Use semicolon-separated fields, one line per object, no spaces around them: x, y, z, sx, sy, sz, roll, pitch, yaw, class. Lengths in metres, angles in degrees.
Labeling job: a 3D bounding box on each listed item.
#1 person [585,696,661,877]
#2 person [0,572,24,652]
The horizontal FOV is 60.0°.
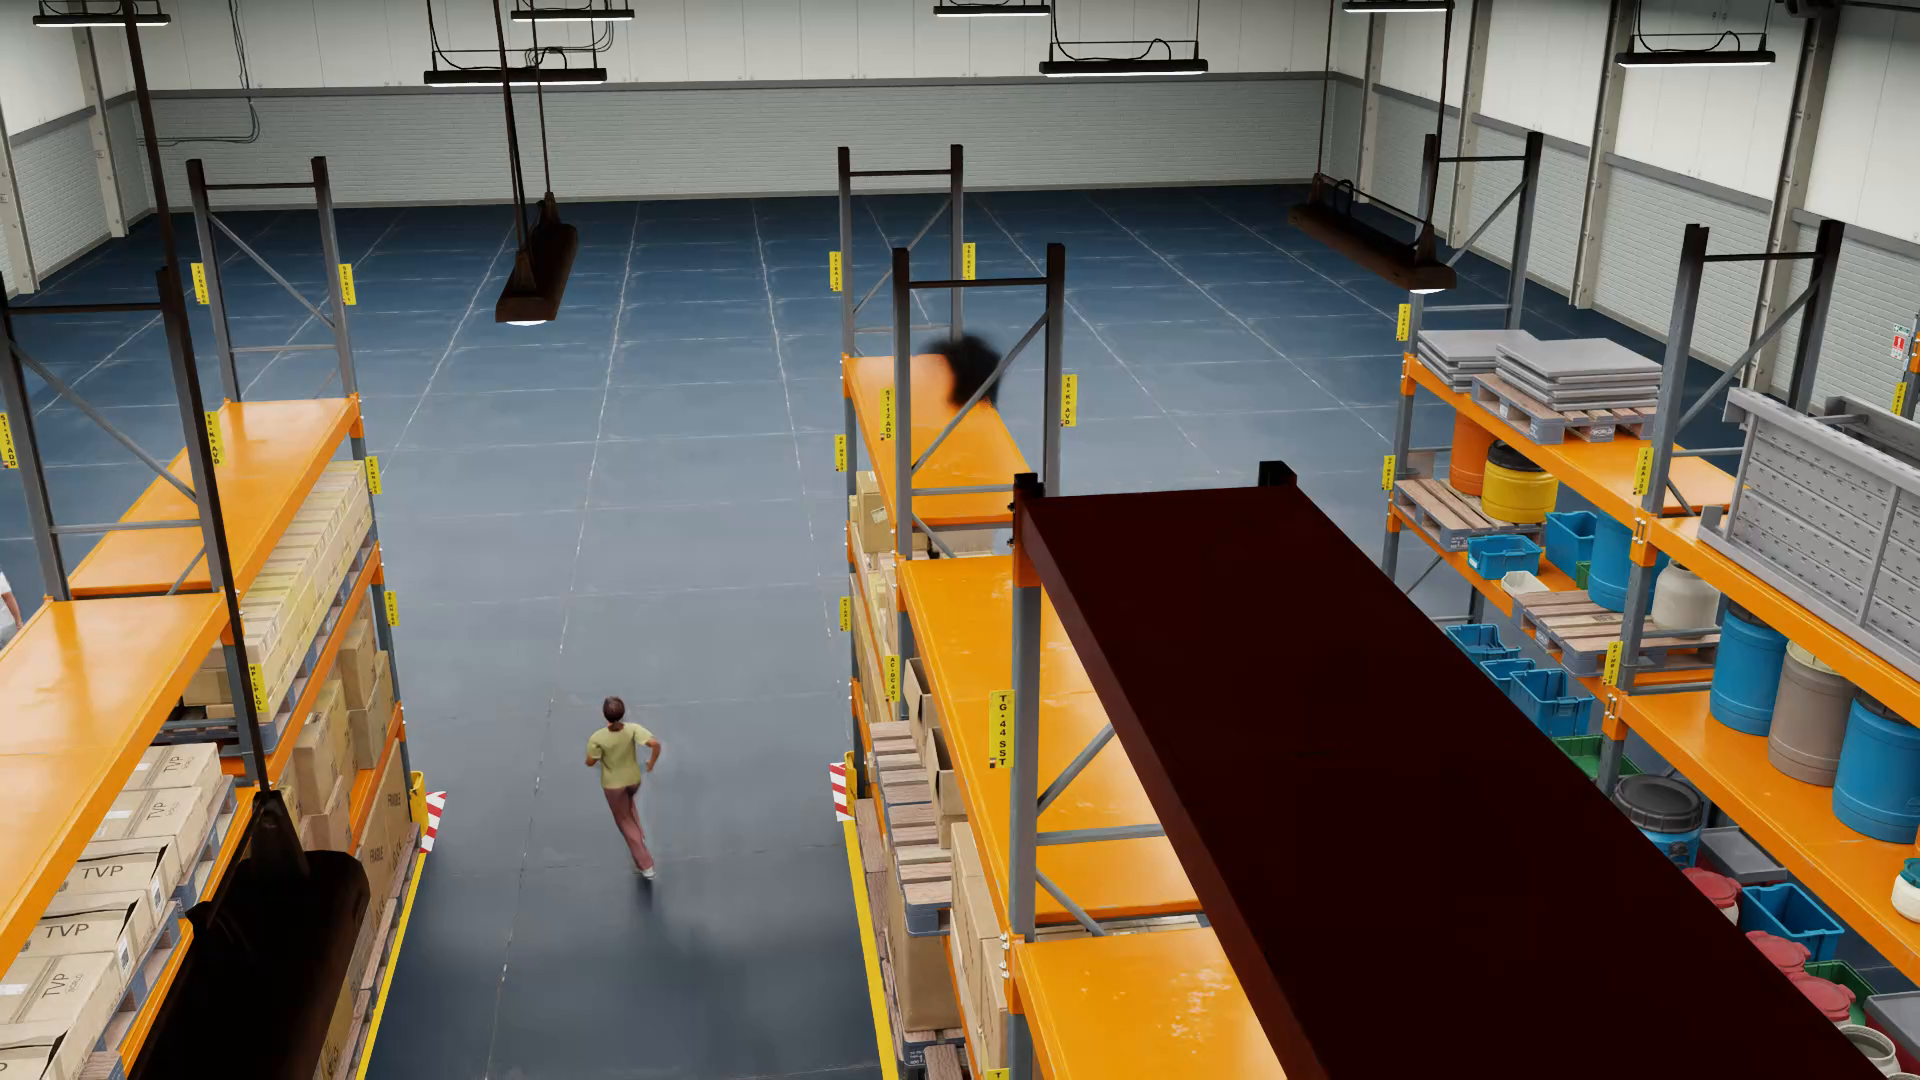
-2.873;2.094;14.128;0.557;1.668;0.678;-16;26;-34;person
-9.962;0.880;17.112;0.677;1.686;0.667;-9;23;-21;person
